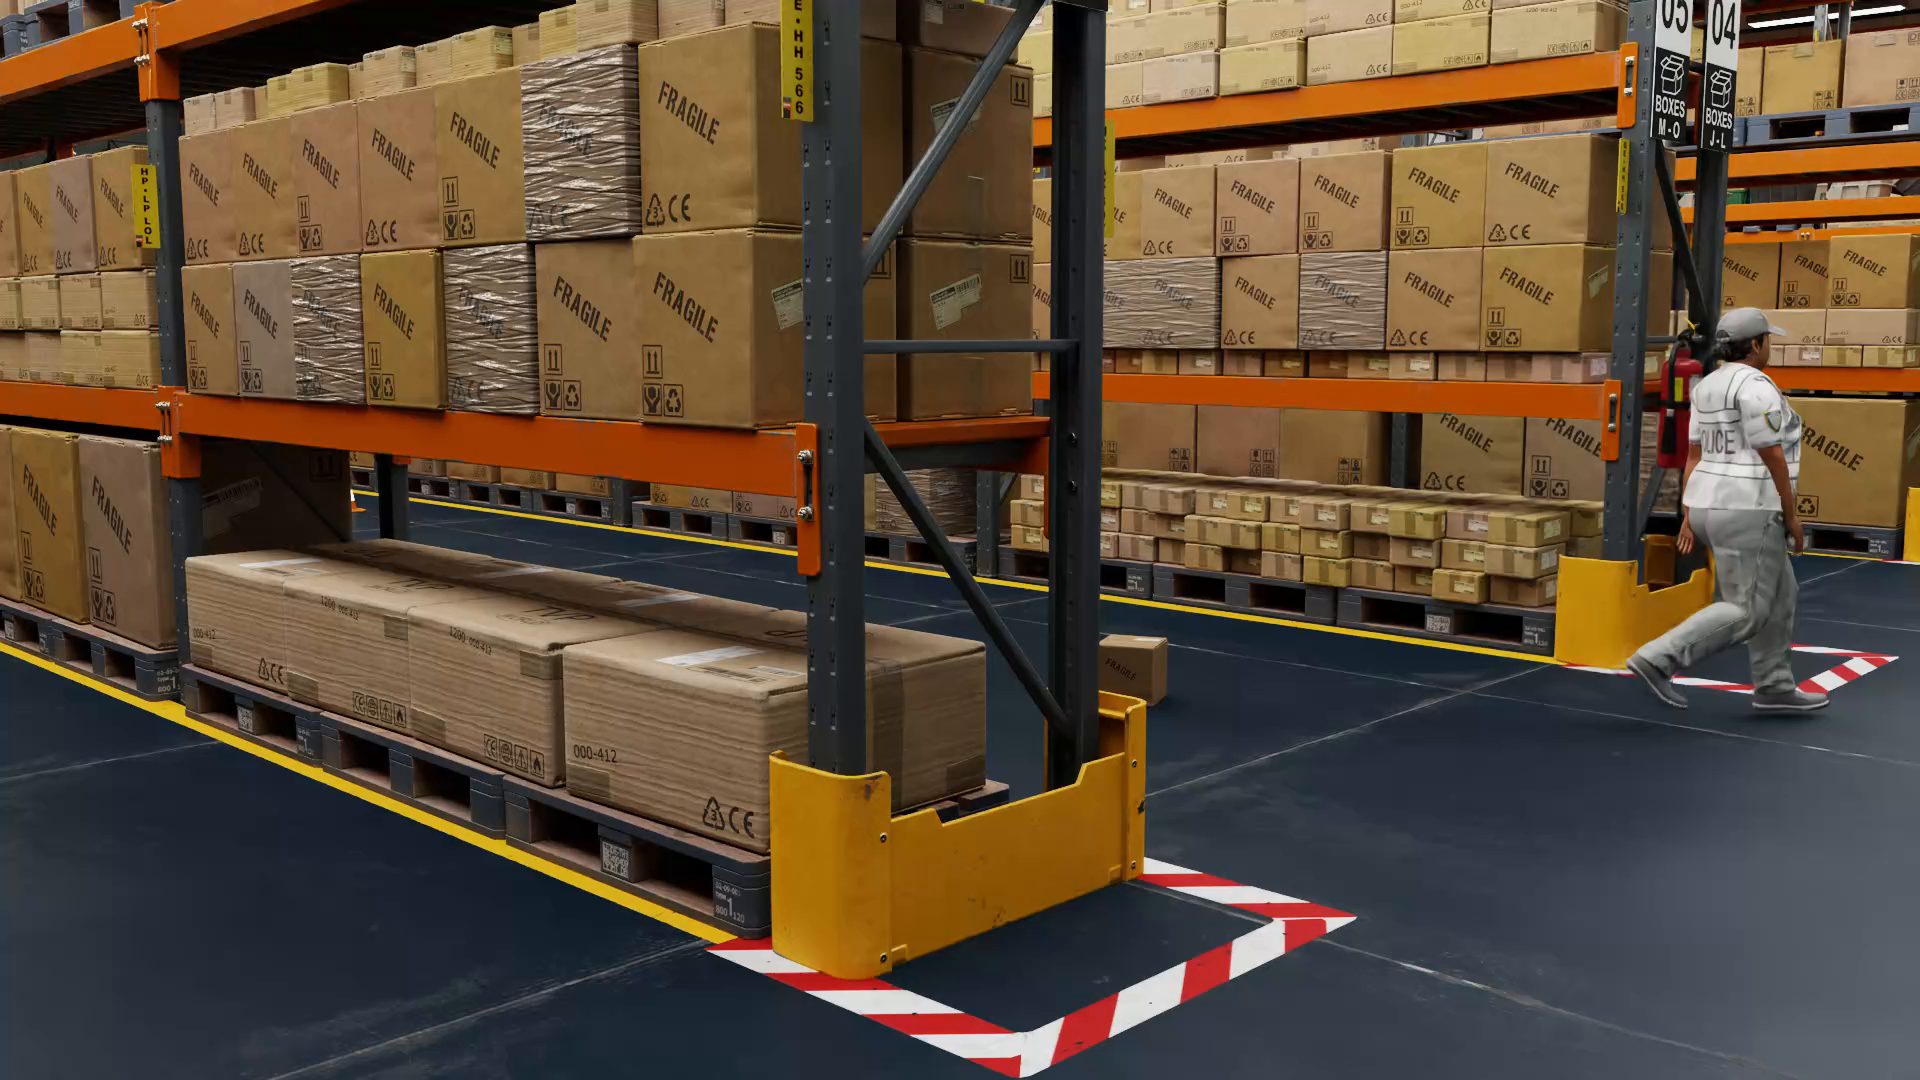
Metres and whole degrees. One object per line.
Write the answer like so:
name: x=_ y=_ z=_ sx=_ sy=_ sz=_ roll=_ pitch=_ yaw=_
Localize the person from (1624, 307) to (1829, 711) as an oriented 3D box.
person: x=3.056 y=-0.109 z=6.580 sx=0.908 sy=1.611 sz=0.471 roll=0 pitch=7 yaw=0
